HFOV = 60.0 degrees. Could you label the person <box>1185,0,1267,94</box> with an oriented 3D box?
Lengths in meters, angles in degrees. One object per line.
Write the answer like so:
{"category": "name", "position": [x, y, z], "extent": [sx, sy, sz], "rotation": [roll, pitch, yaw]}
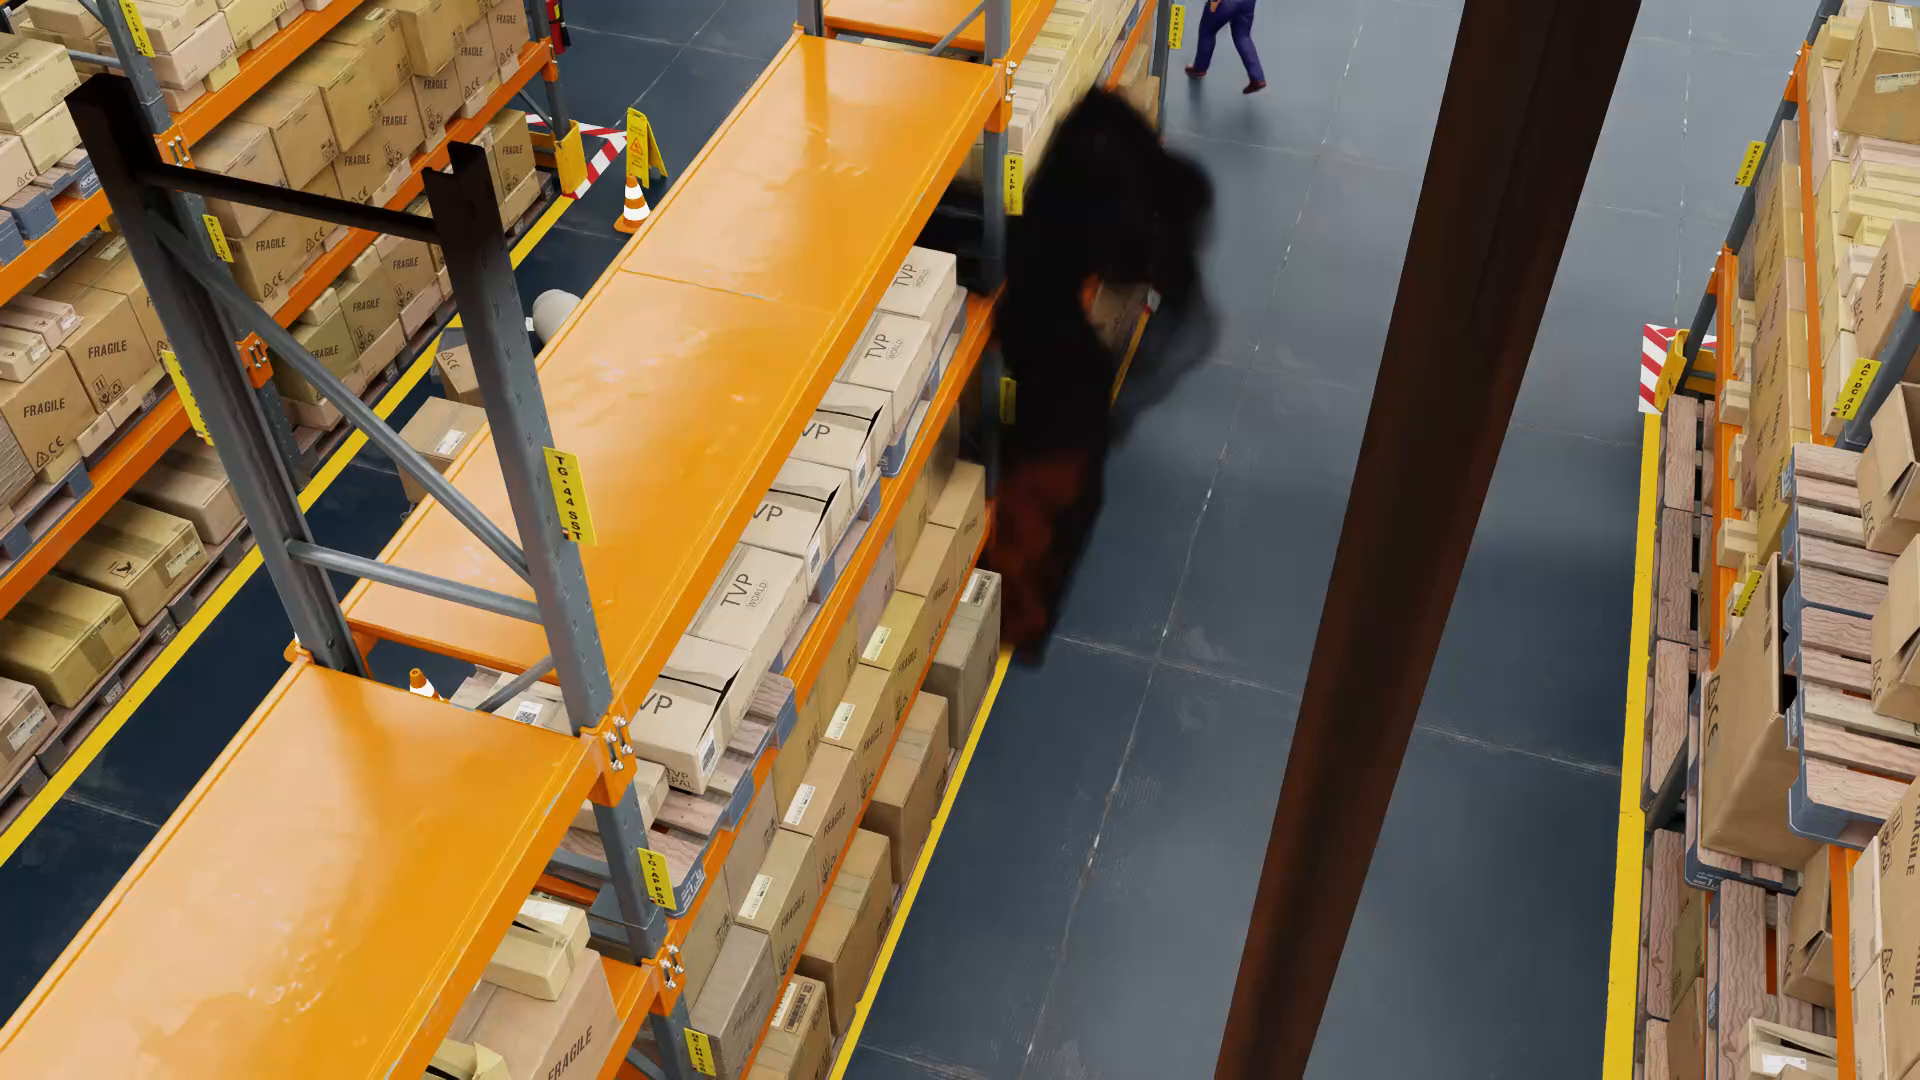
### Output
{"category": "person", "position": [2.382, -4.689, 14.534], "extent": [0.598, 1.652, 0.933], "rotation": [-25, 51, -22]}
